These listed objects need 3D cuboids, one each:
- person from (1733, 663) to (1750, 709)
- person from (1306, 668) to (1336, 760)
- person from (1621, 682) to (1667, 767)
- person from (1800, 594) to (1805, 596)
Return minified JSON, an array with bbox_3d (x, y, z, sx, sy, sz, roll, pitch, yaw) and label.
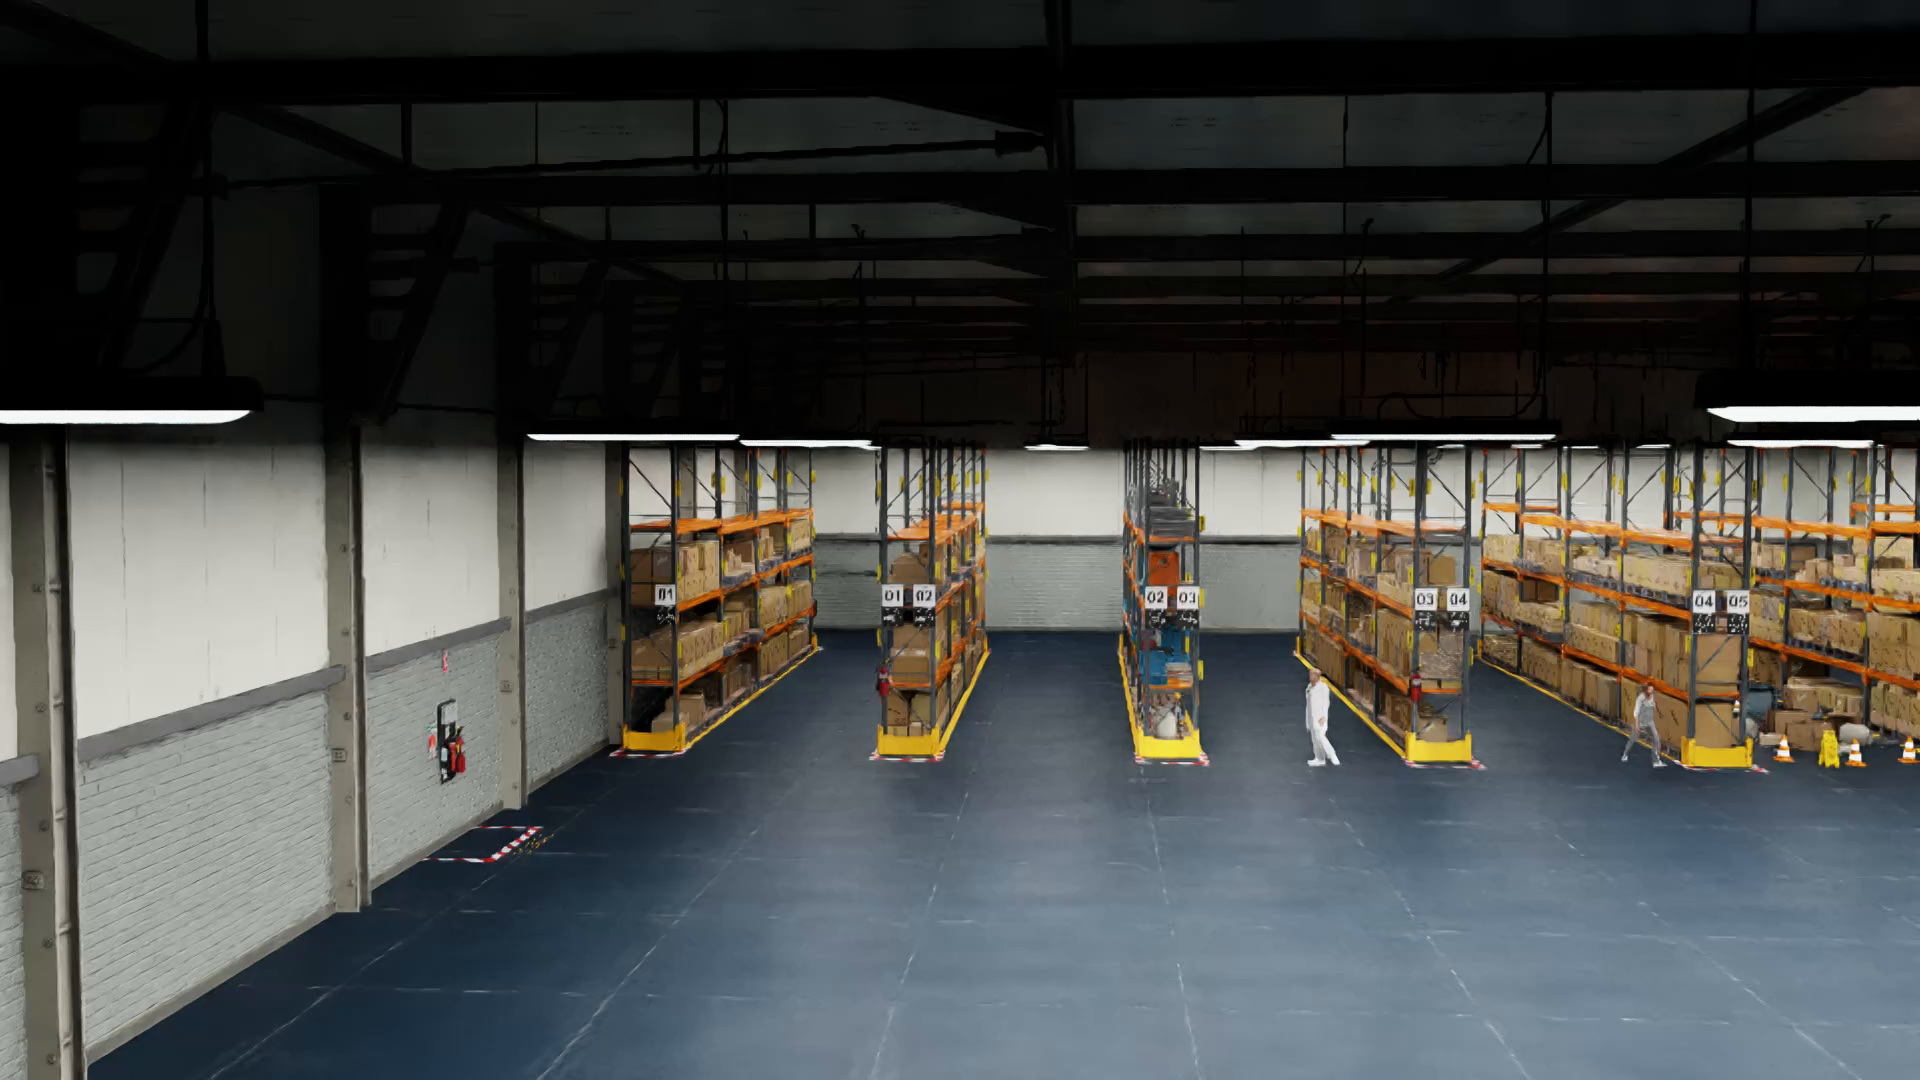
[{"bbox_3d":[17.140,2.958,36.543,0.522,1.591,0.523,2,4,33],"label":"person"},{"bbox_3d":[6.517,3.169,30.224,0.507,1.695,0.647,-1,3,-26],"label":"person"},{"bbox_3d":[12.432,3.329,30.257,0.452,1.534,0.881,-1,3,-16],"label":"person"},{"bbox_3d":[23.227,2.384,45.907,0.680,1.763,0.697,-1,3,-15],"label":"person"}]
